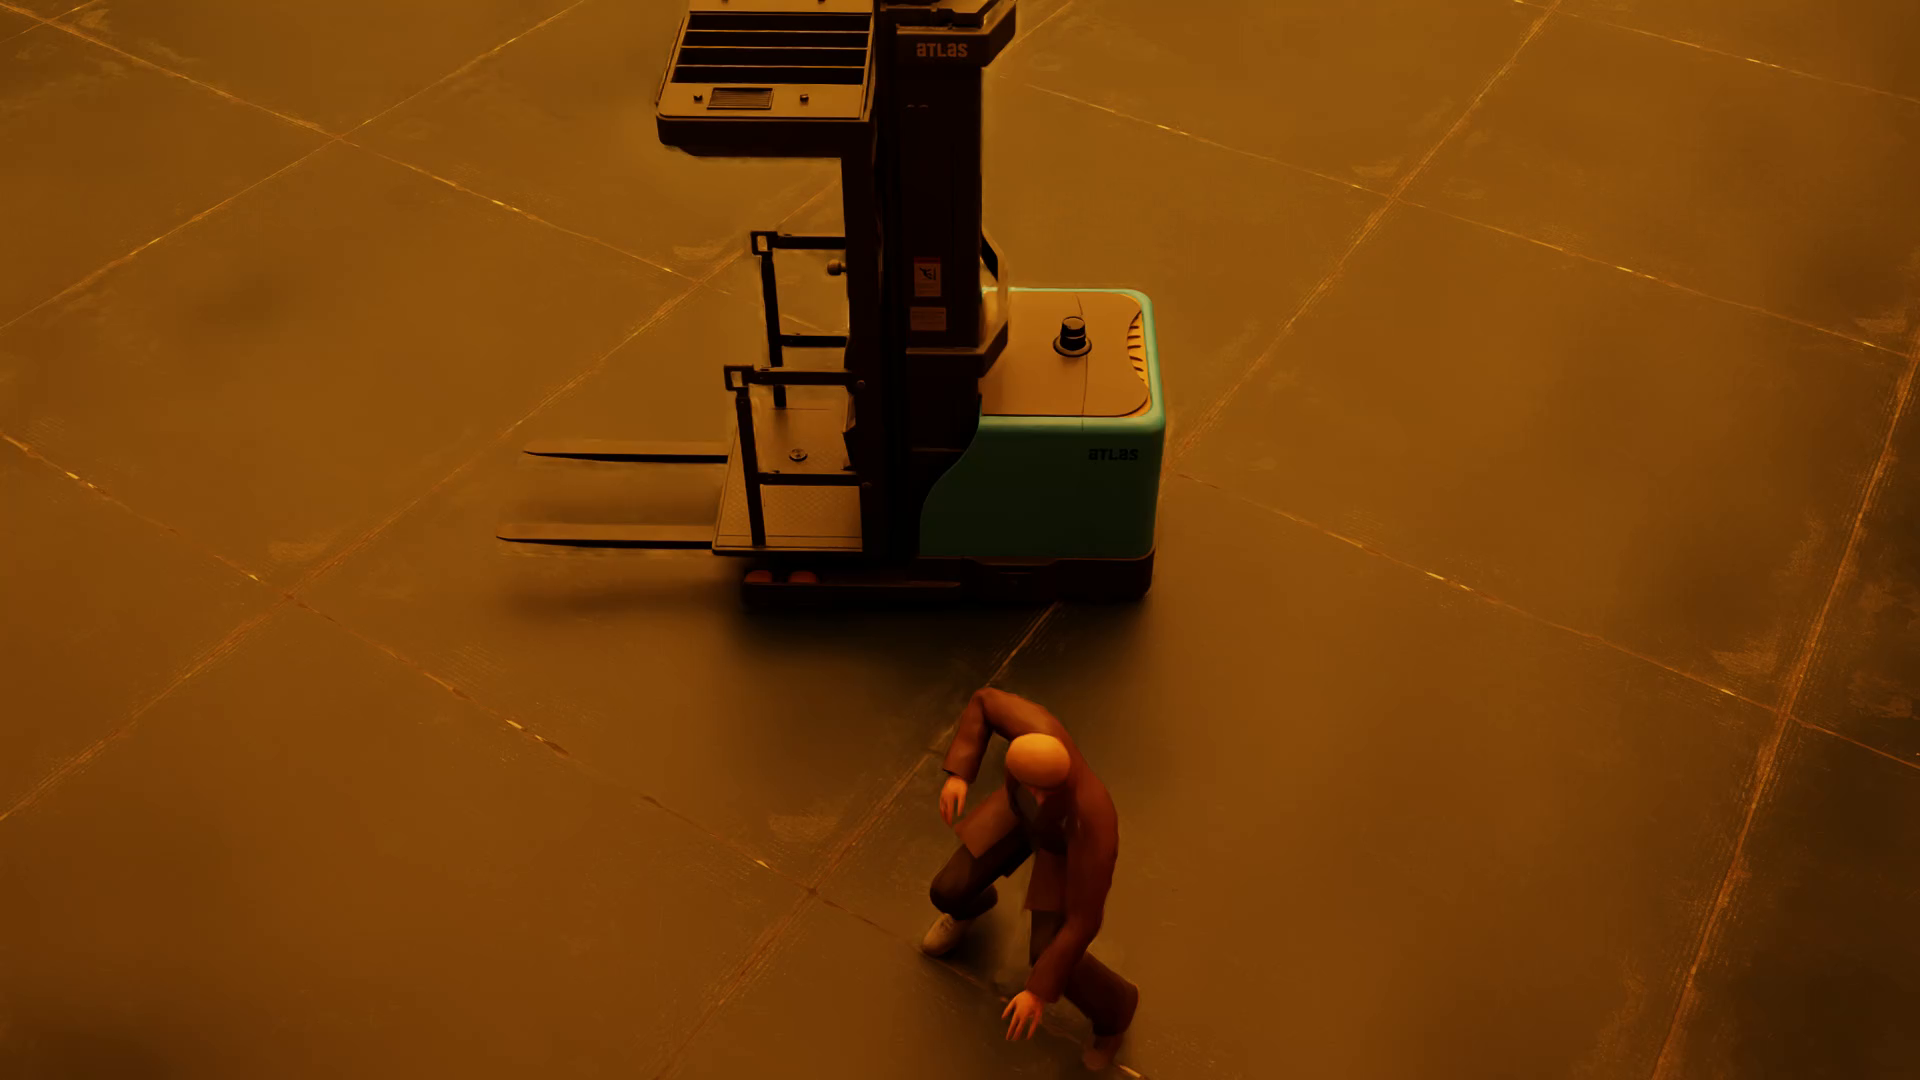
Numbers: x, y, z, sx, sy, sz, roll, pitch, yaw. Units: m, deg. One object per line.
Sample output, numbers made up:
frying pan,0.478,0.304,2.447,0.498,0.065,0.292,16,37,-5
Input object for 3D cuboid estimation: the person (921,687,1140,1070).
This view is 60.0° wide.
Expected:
person,0.211,1.164,5.704,0.879,1.547,0.859,34,53,31

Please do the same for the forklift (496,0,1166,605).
forklift,-0.624,-1.127,7.037,3.031,2.935,1.130,1,43,1
